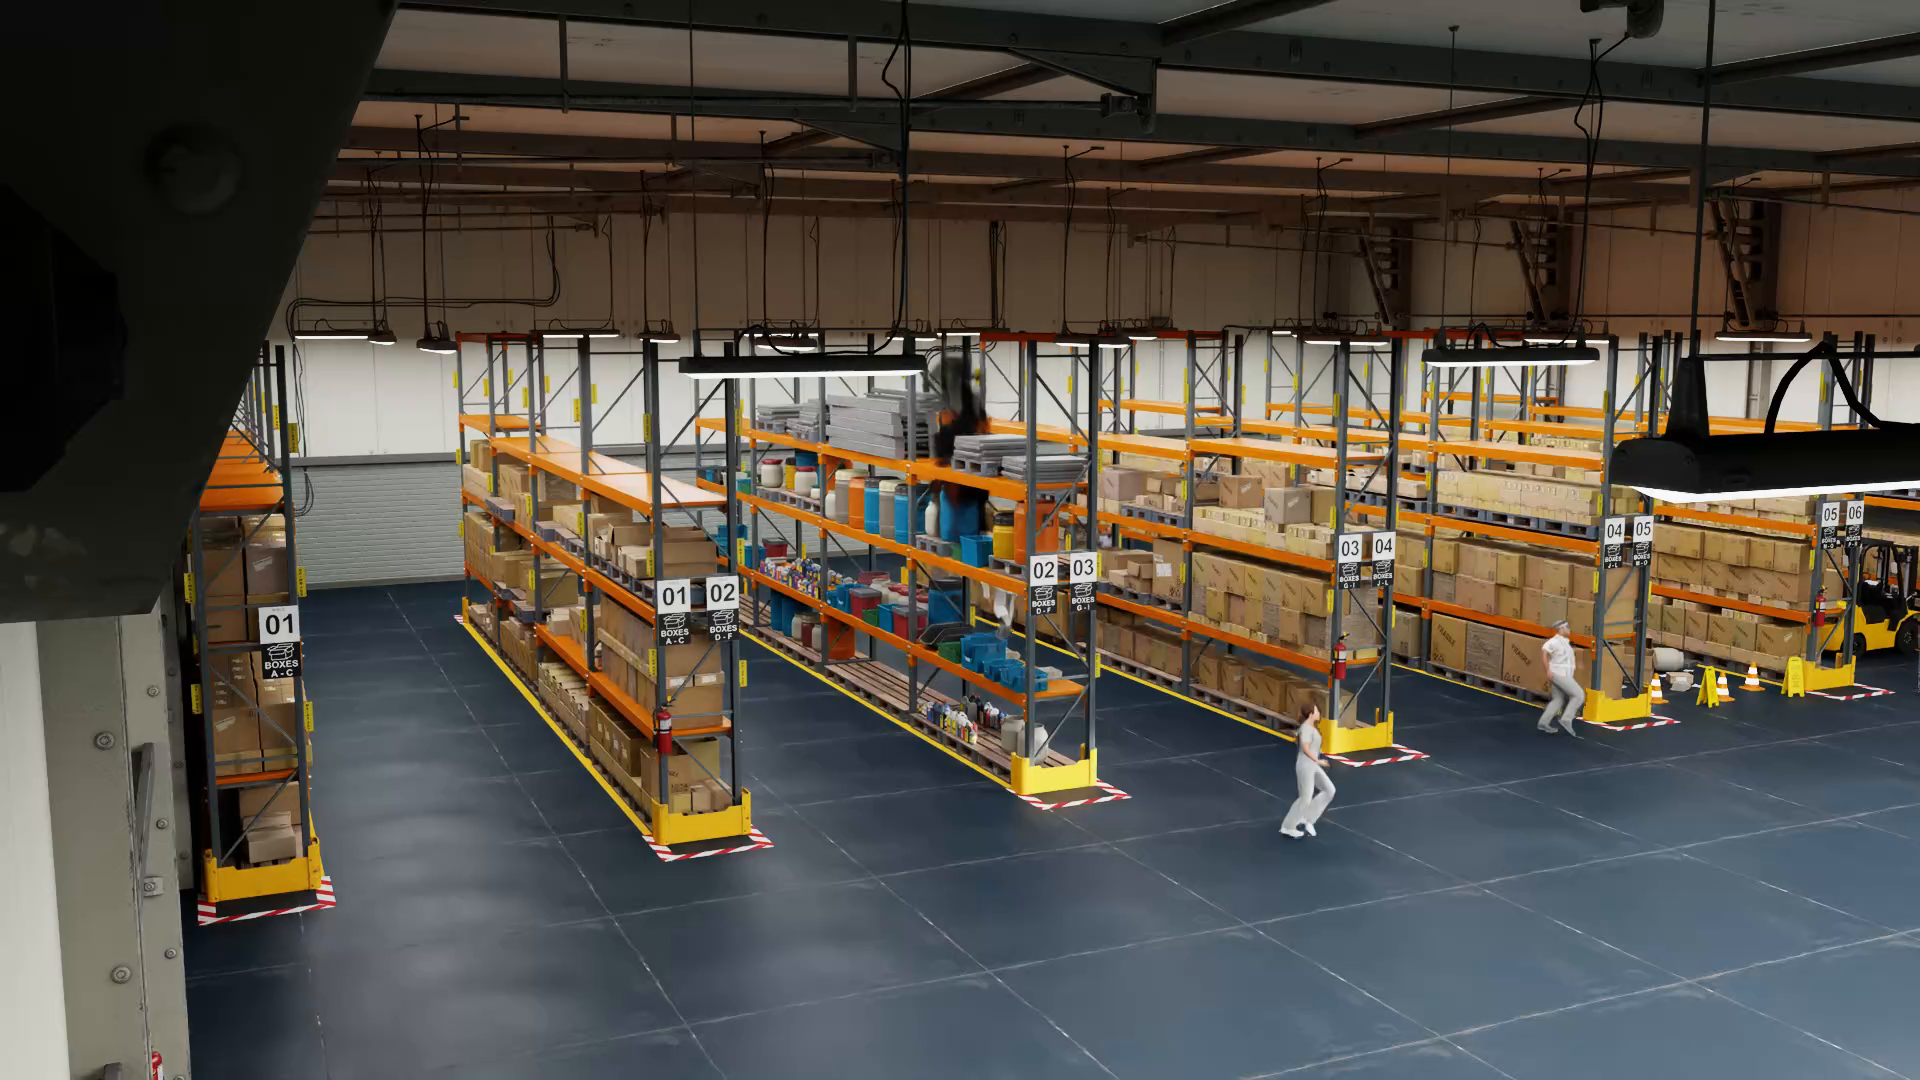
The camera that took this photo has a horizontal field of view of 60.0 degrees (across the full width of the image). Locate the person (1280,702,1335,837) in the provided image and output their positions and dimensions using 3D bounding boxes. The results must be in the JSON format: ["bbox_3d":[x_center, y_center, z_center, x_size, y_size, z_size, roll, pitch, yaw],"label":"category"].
[{"bbox_3d":[4.281,2.789,20.351,0.620,1.626,0.629,3,8,19],"label":"person"}]

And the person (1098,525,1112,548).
[{"bbox_3d":[3.374,0.489,37.447,0.580,1.638,0.630,-3,8,-19],"label":"person"}]

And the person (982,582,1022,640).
[{"bbox_3d":[0.810,1.299,30.932,0.691,1.706,0.960,-5,9,-31],"label":"person"}]

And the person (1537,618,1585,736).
[{"bbox_3d":[9.175,2.060,25.296,0.655,1.734,0.663,3,8,22],"label":"person"}]
